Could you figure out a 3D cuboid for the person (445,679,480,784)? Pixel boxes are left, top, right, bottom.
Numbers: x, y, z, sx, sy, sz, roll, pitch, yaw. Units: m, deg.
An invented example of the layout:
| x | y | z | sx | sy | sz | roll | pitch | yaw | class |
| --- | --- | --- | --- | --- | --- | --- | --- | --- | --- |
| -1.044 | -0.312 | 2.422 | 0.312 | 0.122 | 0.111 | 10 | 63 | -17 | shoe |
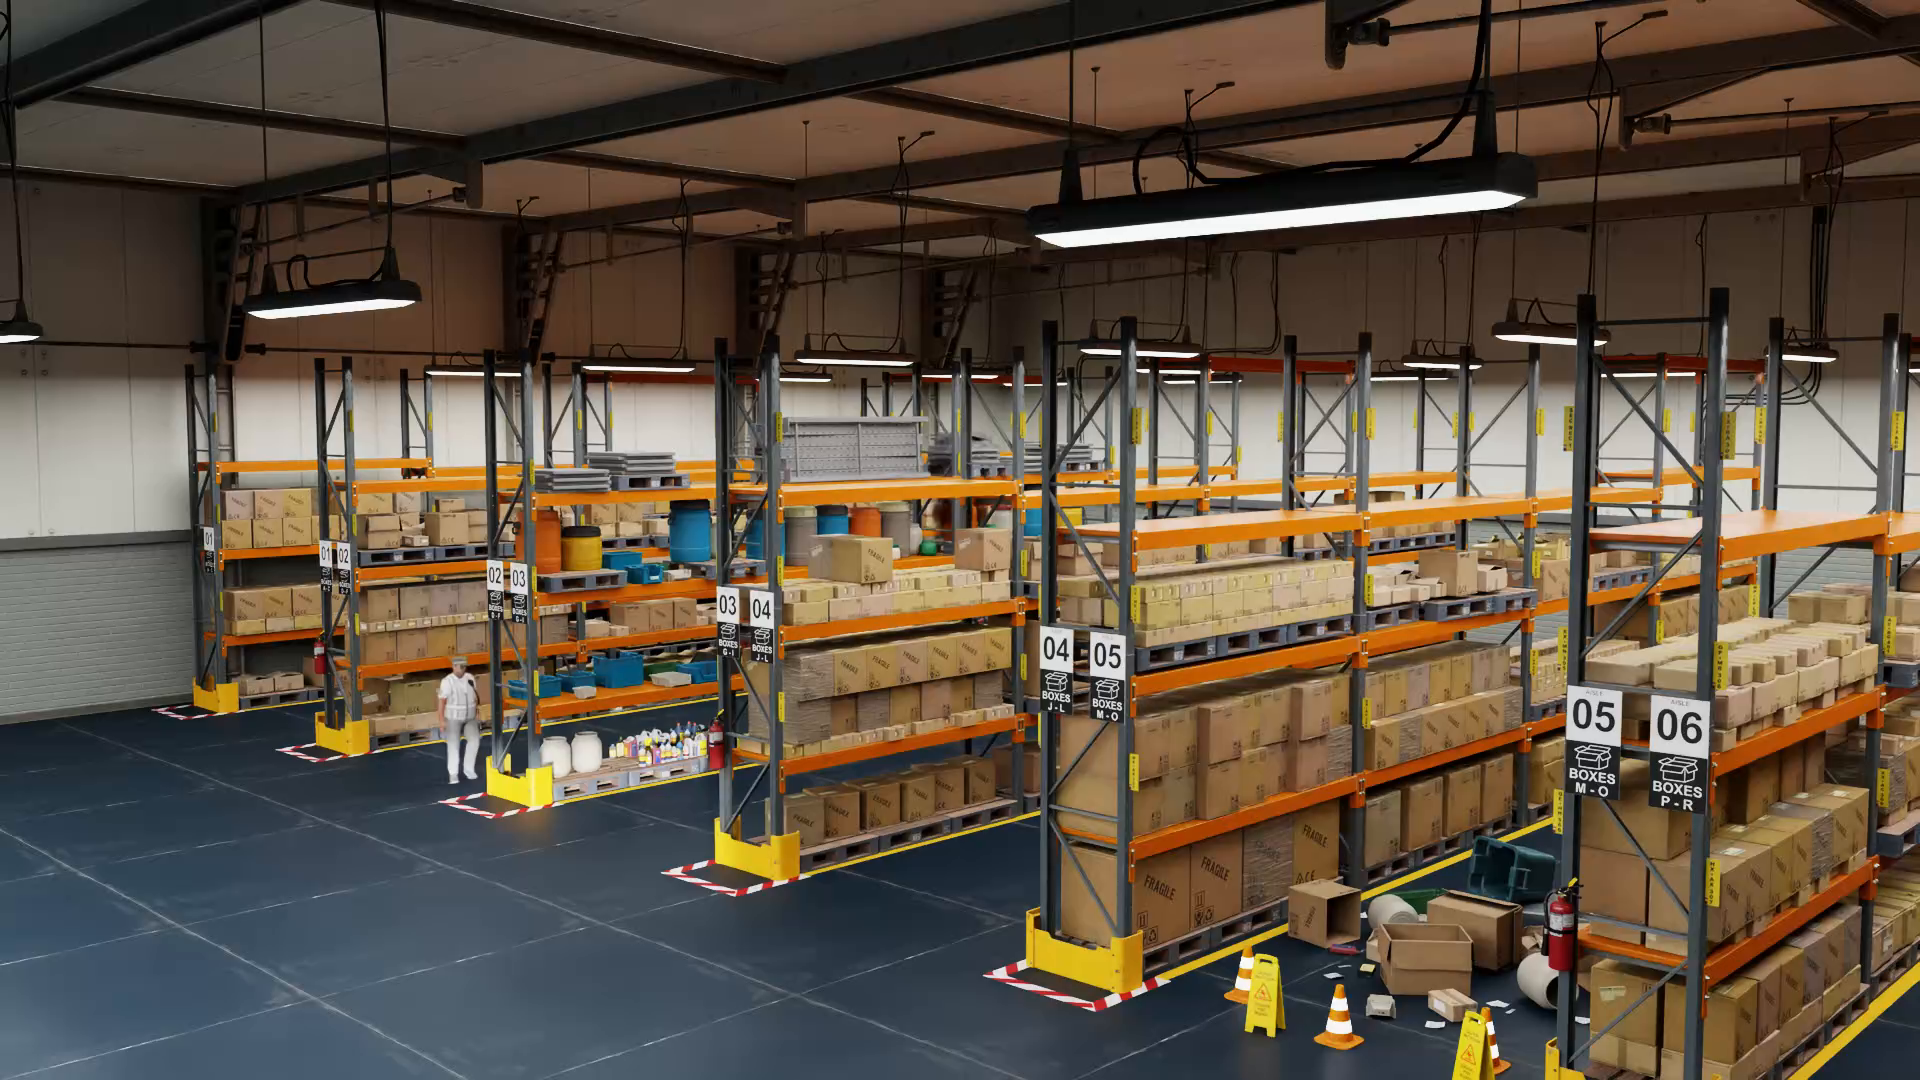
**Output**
| x | y | z | sx | sy | sz | roll | pitch | yaw | class |
| --- | --- | --- | --- | --- | --- | --- | --- | --- | --- |
| -7.017 | 2.712 | 23.395 | 0.398 | 1.509 | 0.495 | 4 | 6 | 44 | person |
